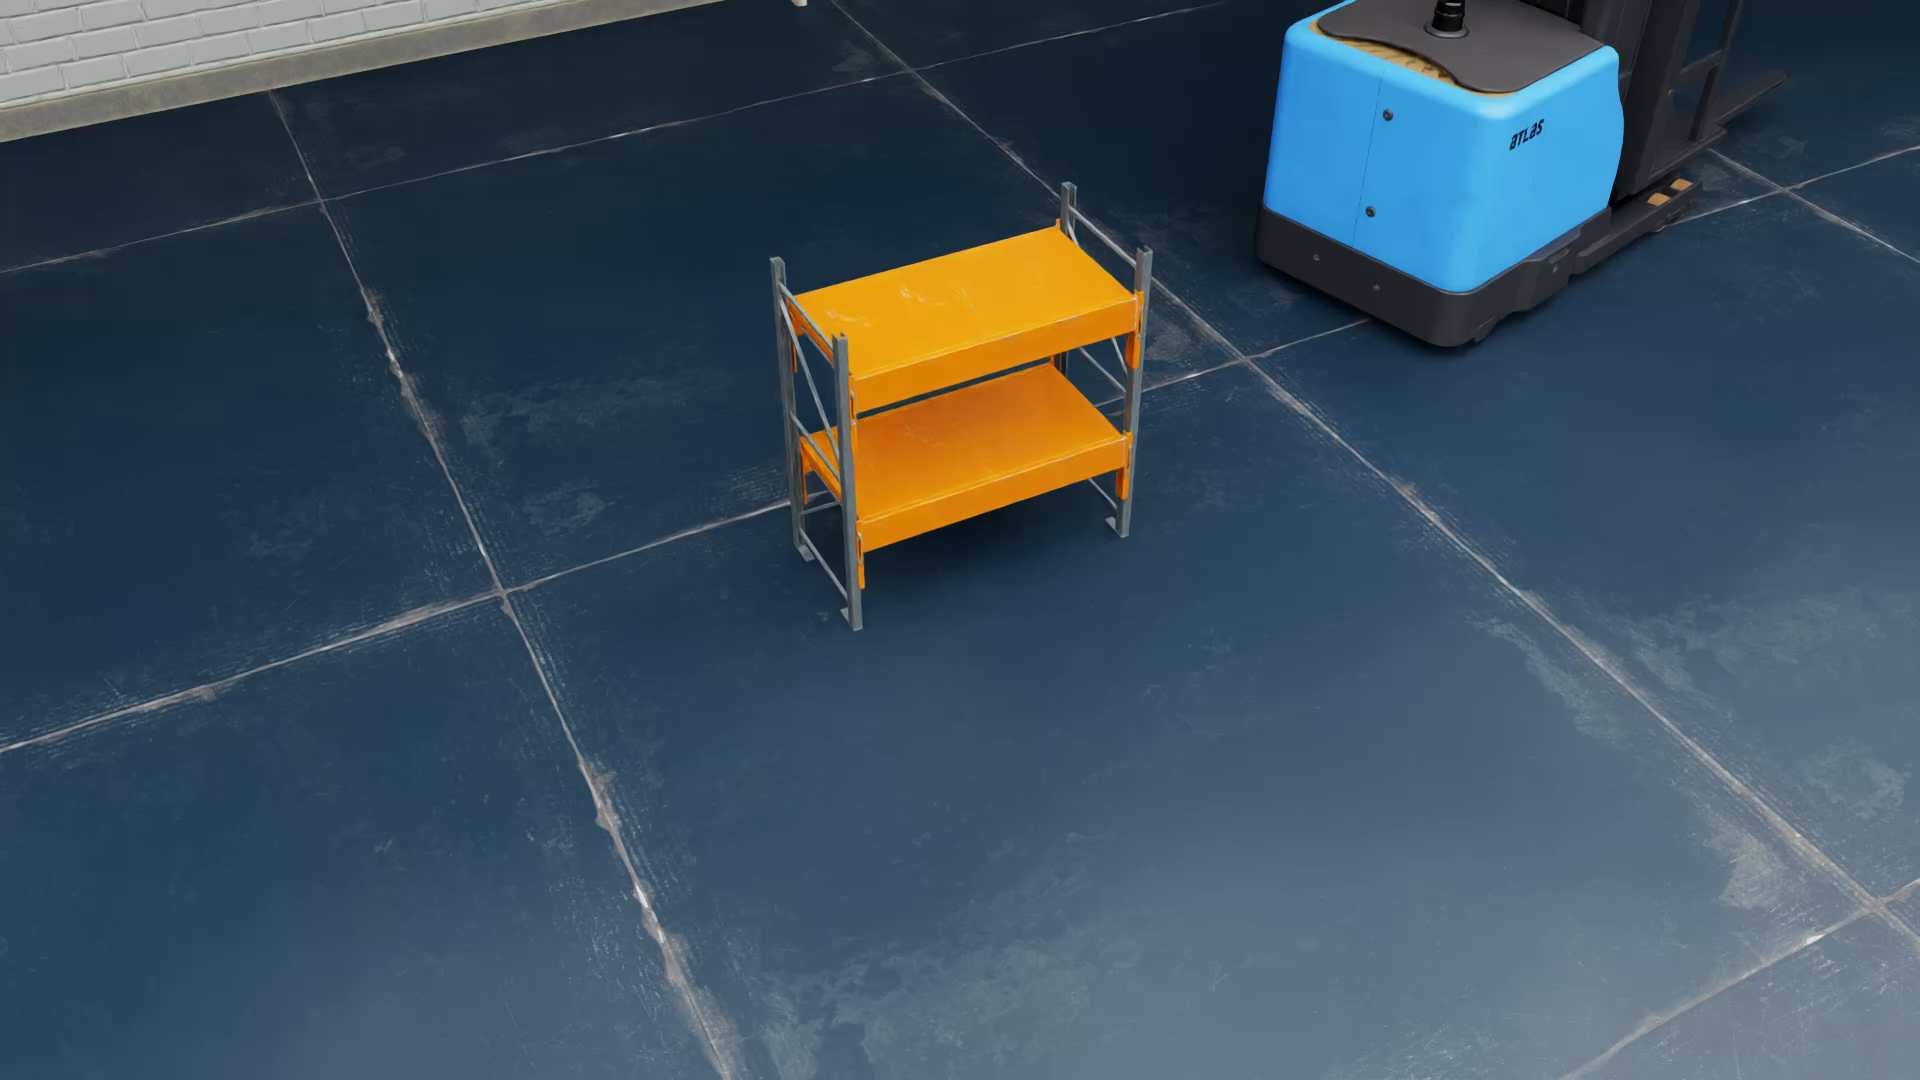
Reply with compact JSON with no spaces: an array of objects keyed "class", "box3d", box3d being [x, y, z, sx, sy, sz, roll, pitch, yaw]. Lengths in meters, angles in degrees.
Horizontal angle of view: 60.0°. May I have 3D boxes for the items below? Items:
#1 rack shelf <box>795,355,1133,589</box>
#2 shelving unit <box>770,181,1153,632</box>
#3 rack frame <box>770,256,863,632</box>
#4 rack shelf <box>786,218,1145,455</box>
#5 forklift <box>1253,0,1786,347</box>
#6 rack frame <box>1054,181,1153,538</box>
[{"class":"rack shelf","box3d":[0.006,-0.245,5.547,1.000,0.278,0.538,-19,44,-21]},{"class":"shelving unit","box3d":[0.006,-0.431,5.389,1.048,1.125,0.538,-19,44,-21]},{"class":"rack frame","box3d":[-0.445,-0.280,5.210,0.032,1.125,0.500,-19,44,-21]},{"class":"rack shelf","box3d":[0.006,-0.655,5.200,1.000,0.278,0.538,-19,44,-21]},{"class":"forklift","box3d":[2.674,-2.705,6.678,3.031,2.935,1.130,-31,49,-31]},{"class":"rack frame","box3d":[0.457,-0.583,5.568,0.032,1.125,0.500,-19,44,-21]}]
